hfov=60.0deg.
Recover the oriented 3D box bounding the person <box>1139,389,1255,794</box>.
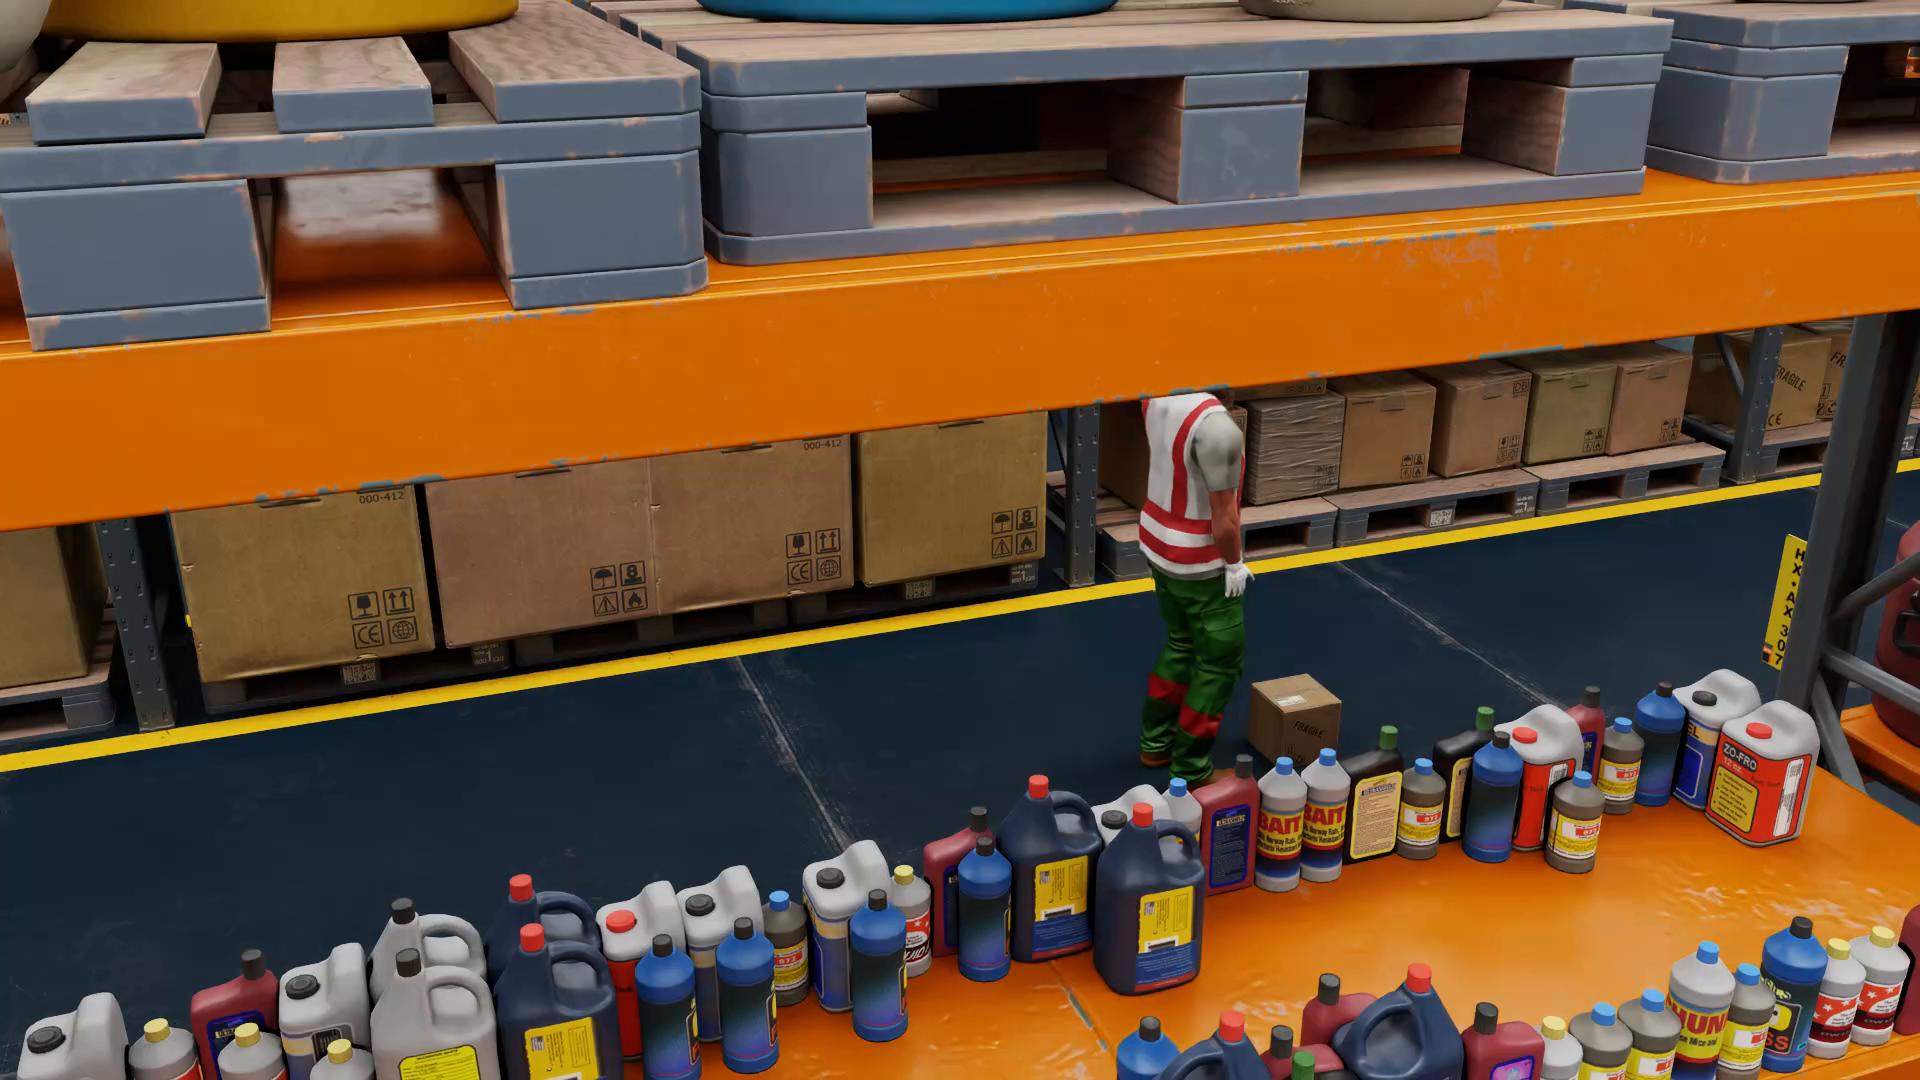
[{"bbox_3d":[0.857,0.055,5.968,0.414,1.758,0.536,-8,24,-18],"label":"person"}]
